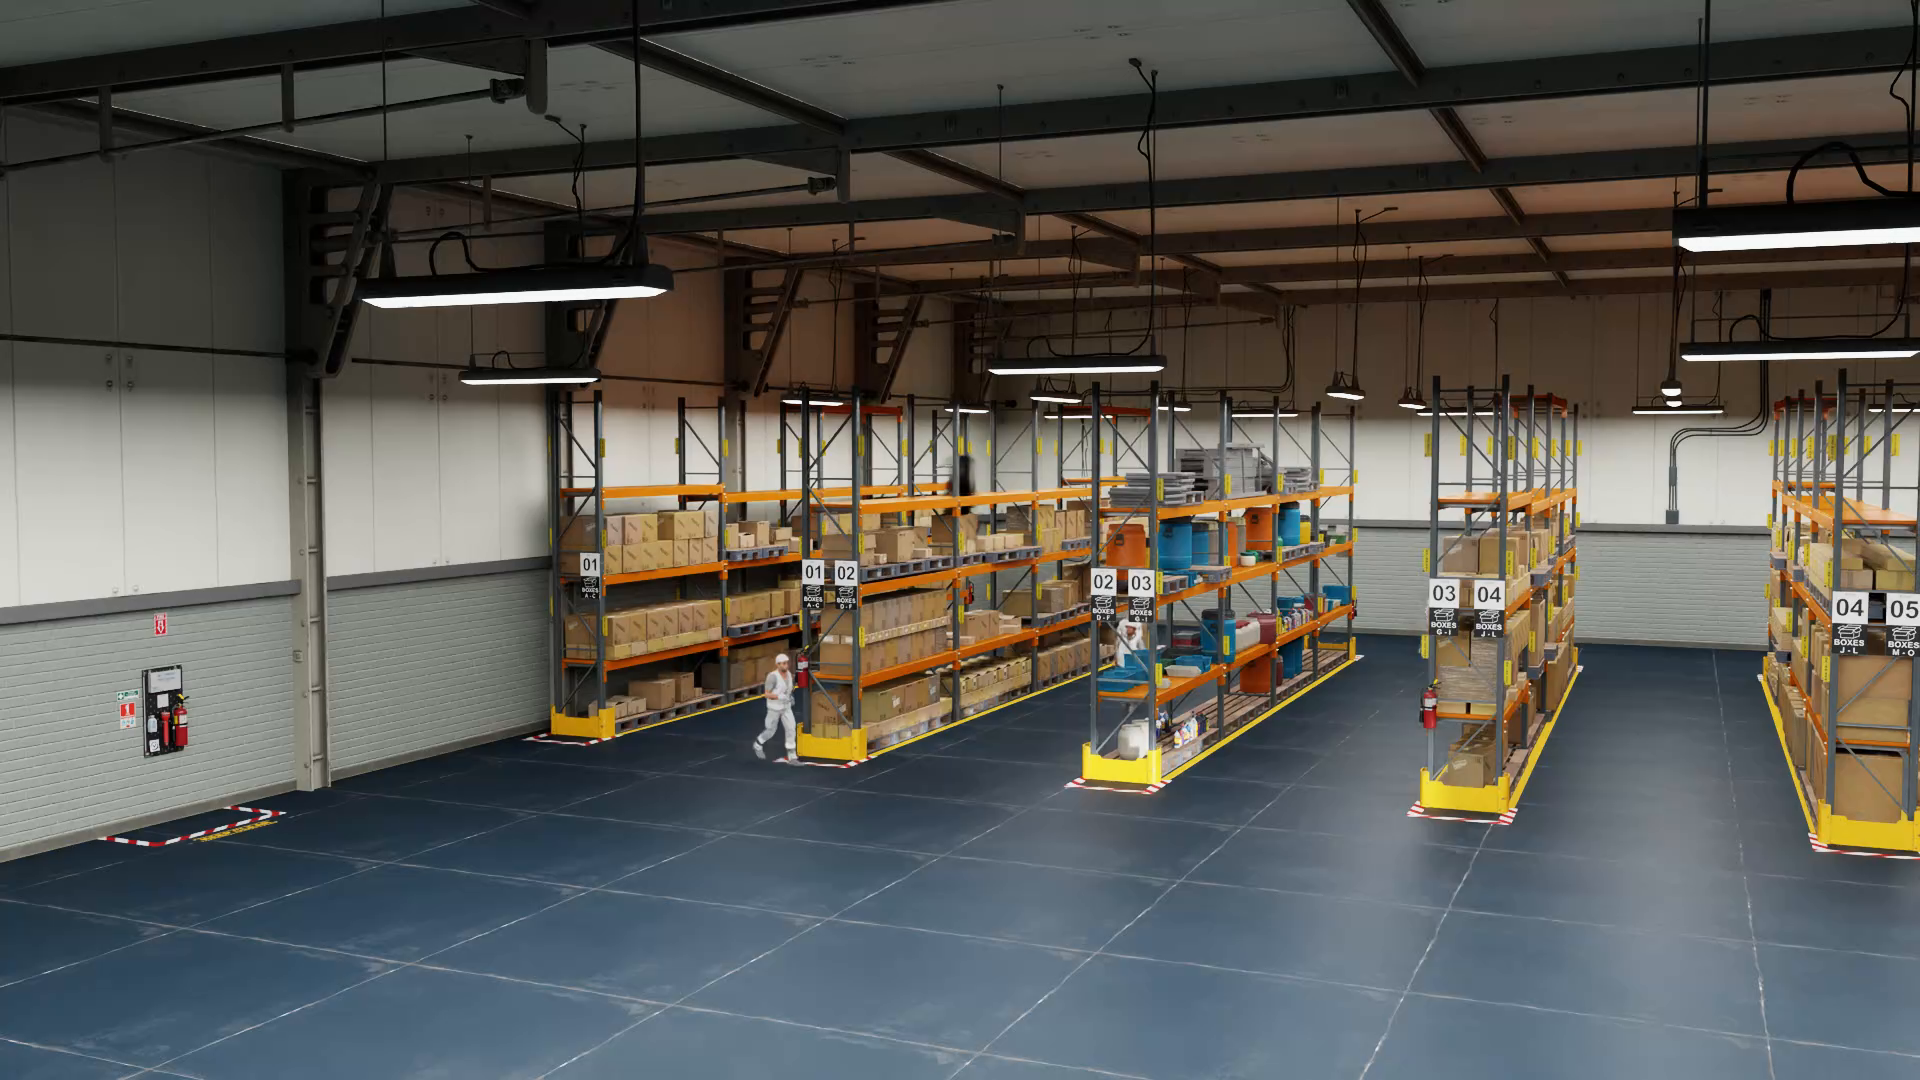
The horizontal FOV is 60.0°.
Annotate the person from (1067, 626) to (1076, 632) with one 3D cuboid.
[{"bbox_3d":[2.753,1.706,43.637,0.929,1.847,0.689,2,4,32],"label":"person"}]

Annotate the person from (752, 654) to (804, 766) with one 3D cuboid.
[{"bbox_3d":[-2.872,2.646,26.121,0.643,1.750,1.070,-3,4,-45],"label":"person"}]

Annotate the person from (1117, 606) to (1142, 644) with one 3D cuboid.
[{"bbox_3d":[3.537,2.235,34.839,0.572,1.718,0.694,1,3,12],"label":"person"}]

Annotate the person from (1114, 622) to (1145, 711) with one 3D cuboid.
[{"bbox_3d":[3.178,2.382,31.392,0.631,1.732,0.648,1,3,22],"label":"person"}]
